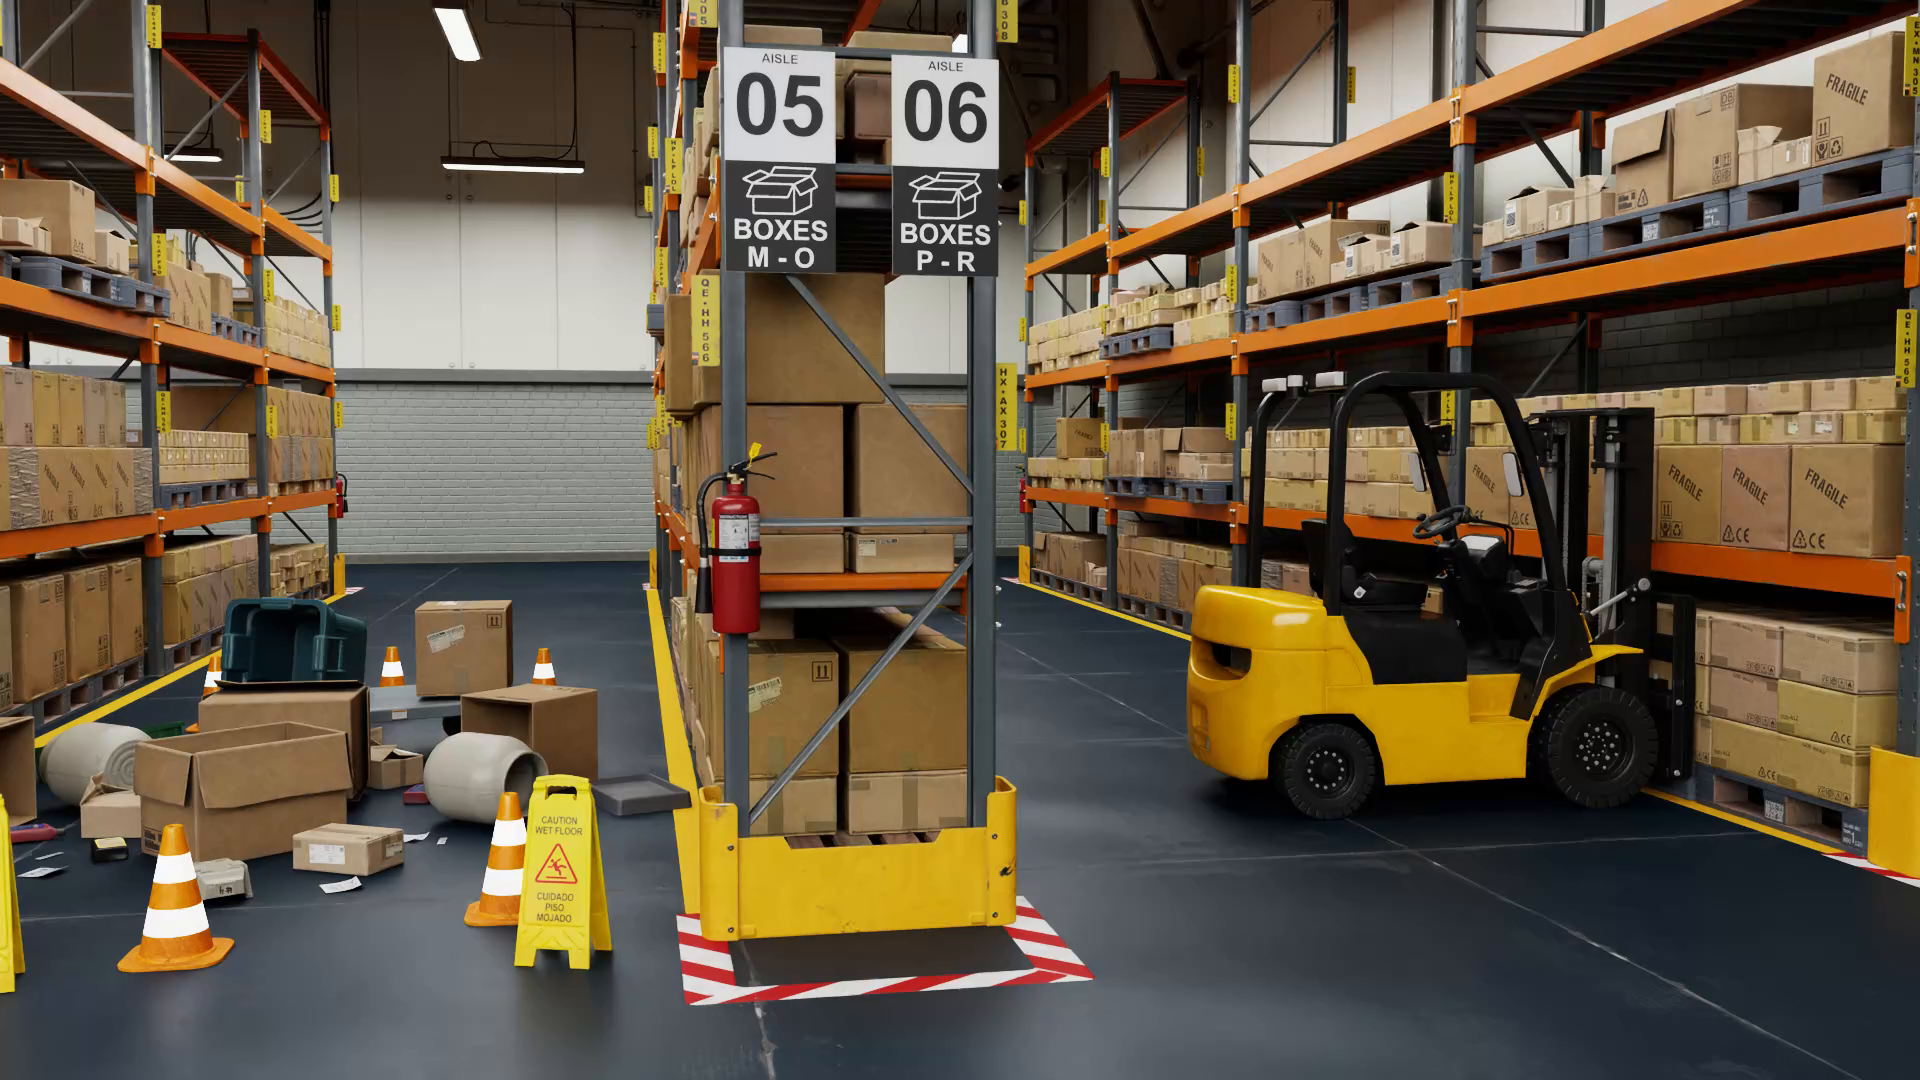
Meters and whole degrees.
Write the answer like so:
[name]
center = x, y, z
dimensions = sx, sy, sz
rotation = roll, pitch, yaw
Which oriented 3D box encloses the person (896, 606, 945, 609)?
[person]
center = -0.475, -0.081, 18.620
dimensions = 1.028, 1.726, 0.555
rotation = 2, 4, 38
